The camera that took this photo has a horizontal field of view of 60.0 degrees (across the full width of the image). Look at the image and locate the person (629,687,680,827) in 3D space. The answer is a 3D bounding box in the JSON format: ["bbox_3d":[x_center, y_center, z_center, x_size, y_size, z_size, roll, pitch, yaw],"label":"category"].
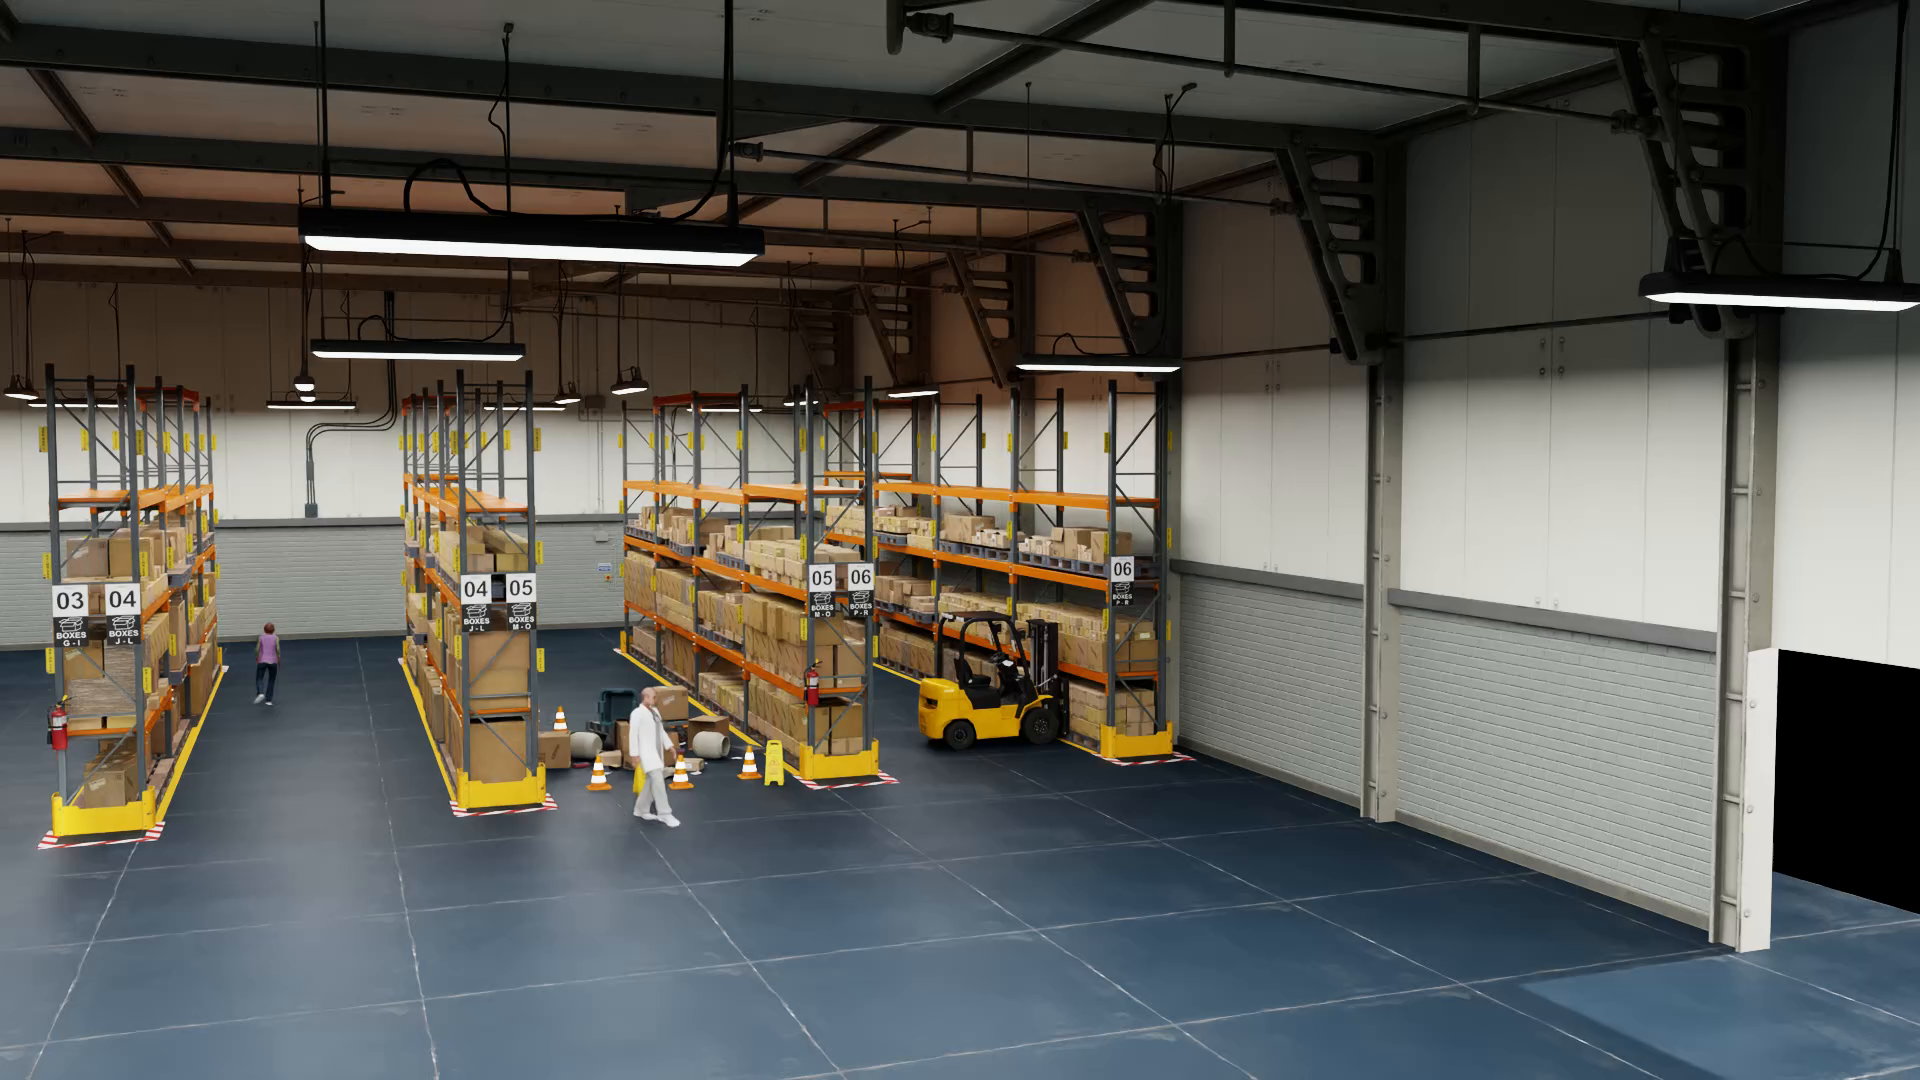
[{"bbox_3d":[-3.993,2.853,21.979,0.858,1.794,0.604,1,4,20],"label":"person"}]

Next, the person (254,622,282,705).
[{"bbox_3d":[-13.170,2.372,31.617,0.479,1.576,0.609,-1,4,-18],"label":"person"}]
